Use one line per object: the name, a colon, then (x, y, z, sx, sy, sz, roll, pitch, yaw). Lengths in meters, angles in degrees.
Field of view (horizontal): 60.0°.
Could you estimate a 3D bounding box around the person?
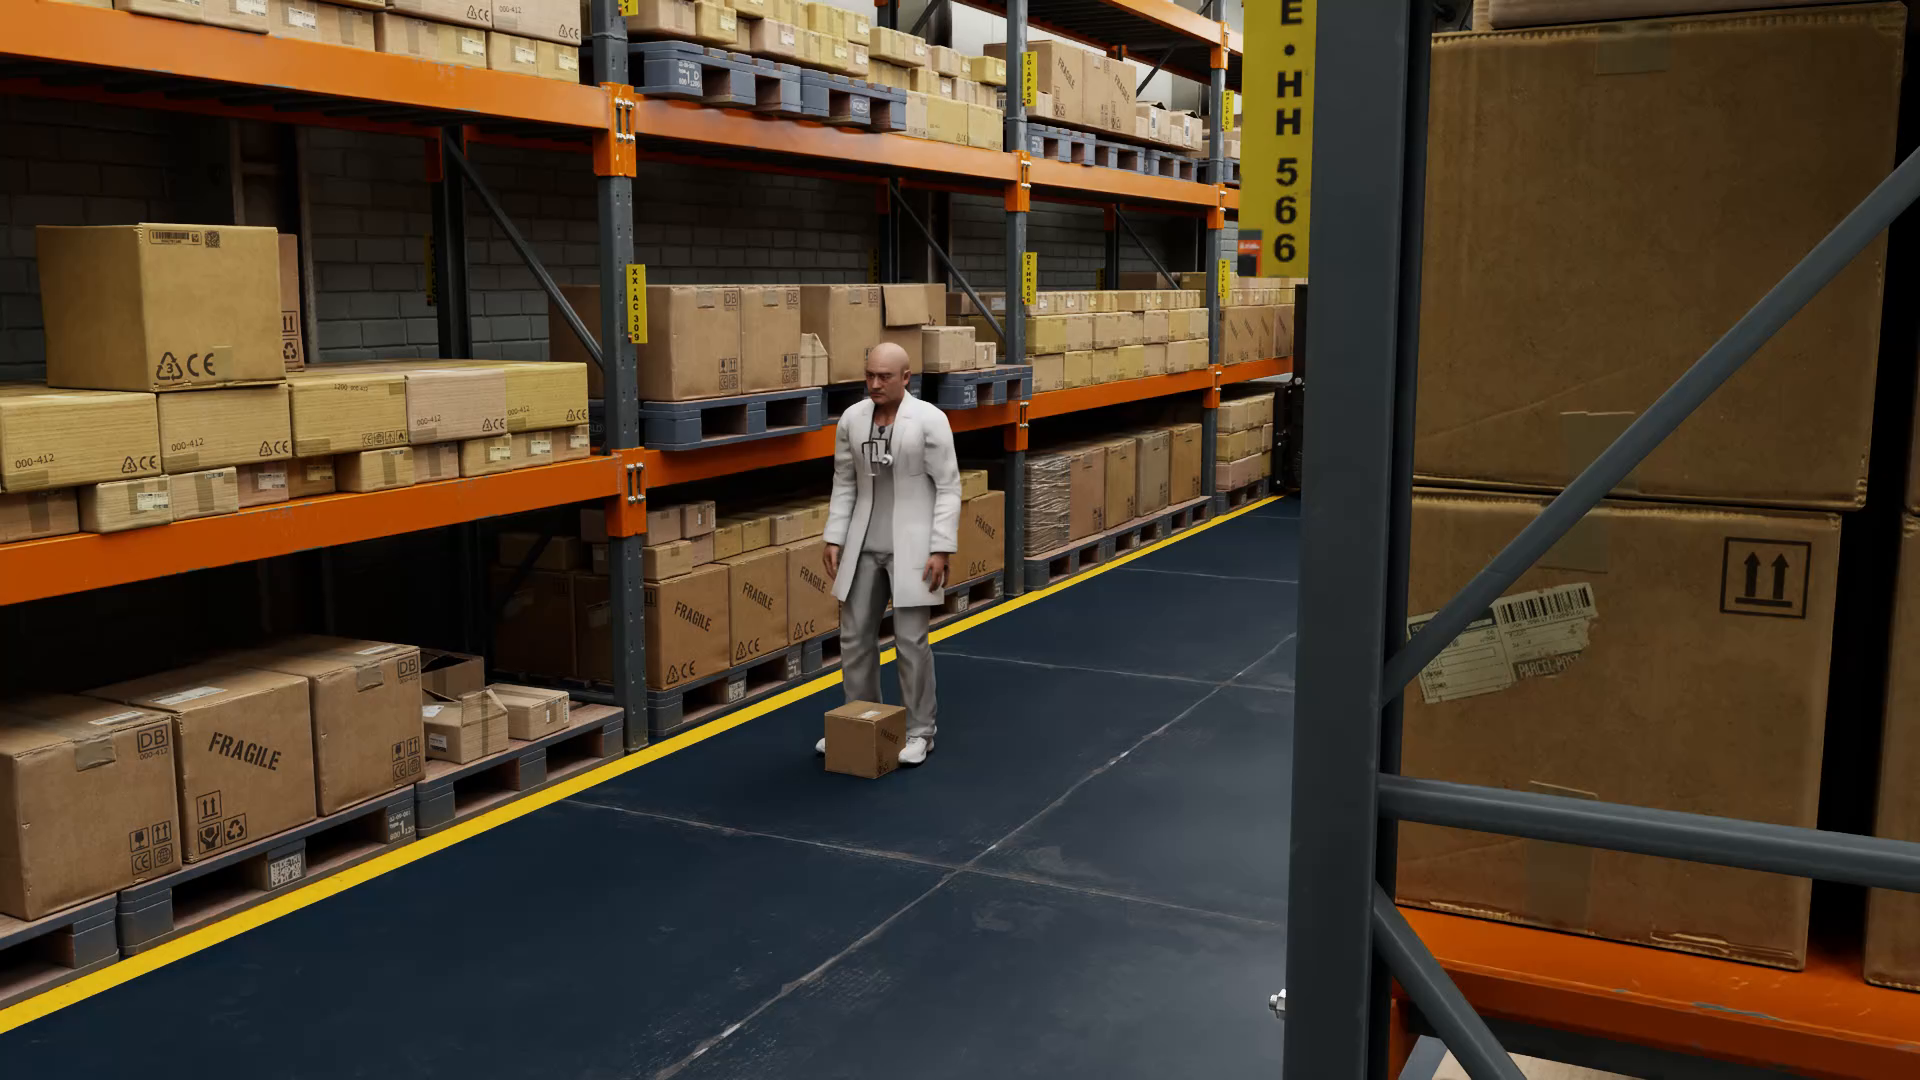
person: (-0.298, 0.049, 7.097, 0.643, 1.774, 0.423, 4, 10, 26)
